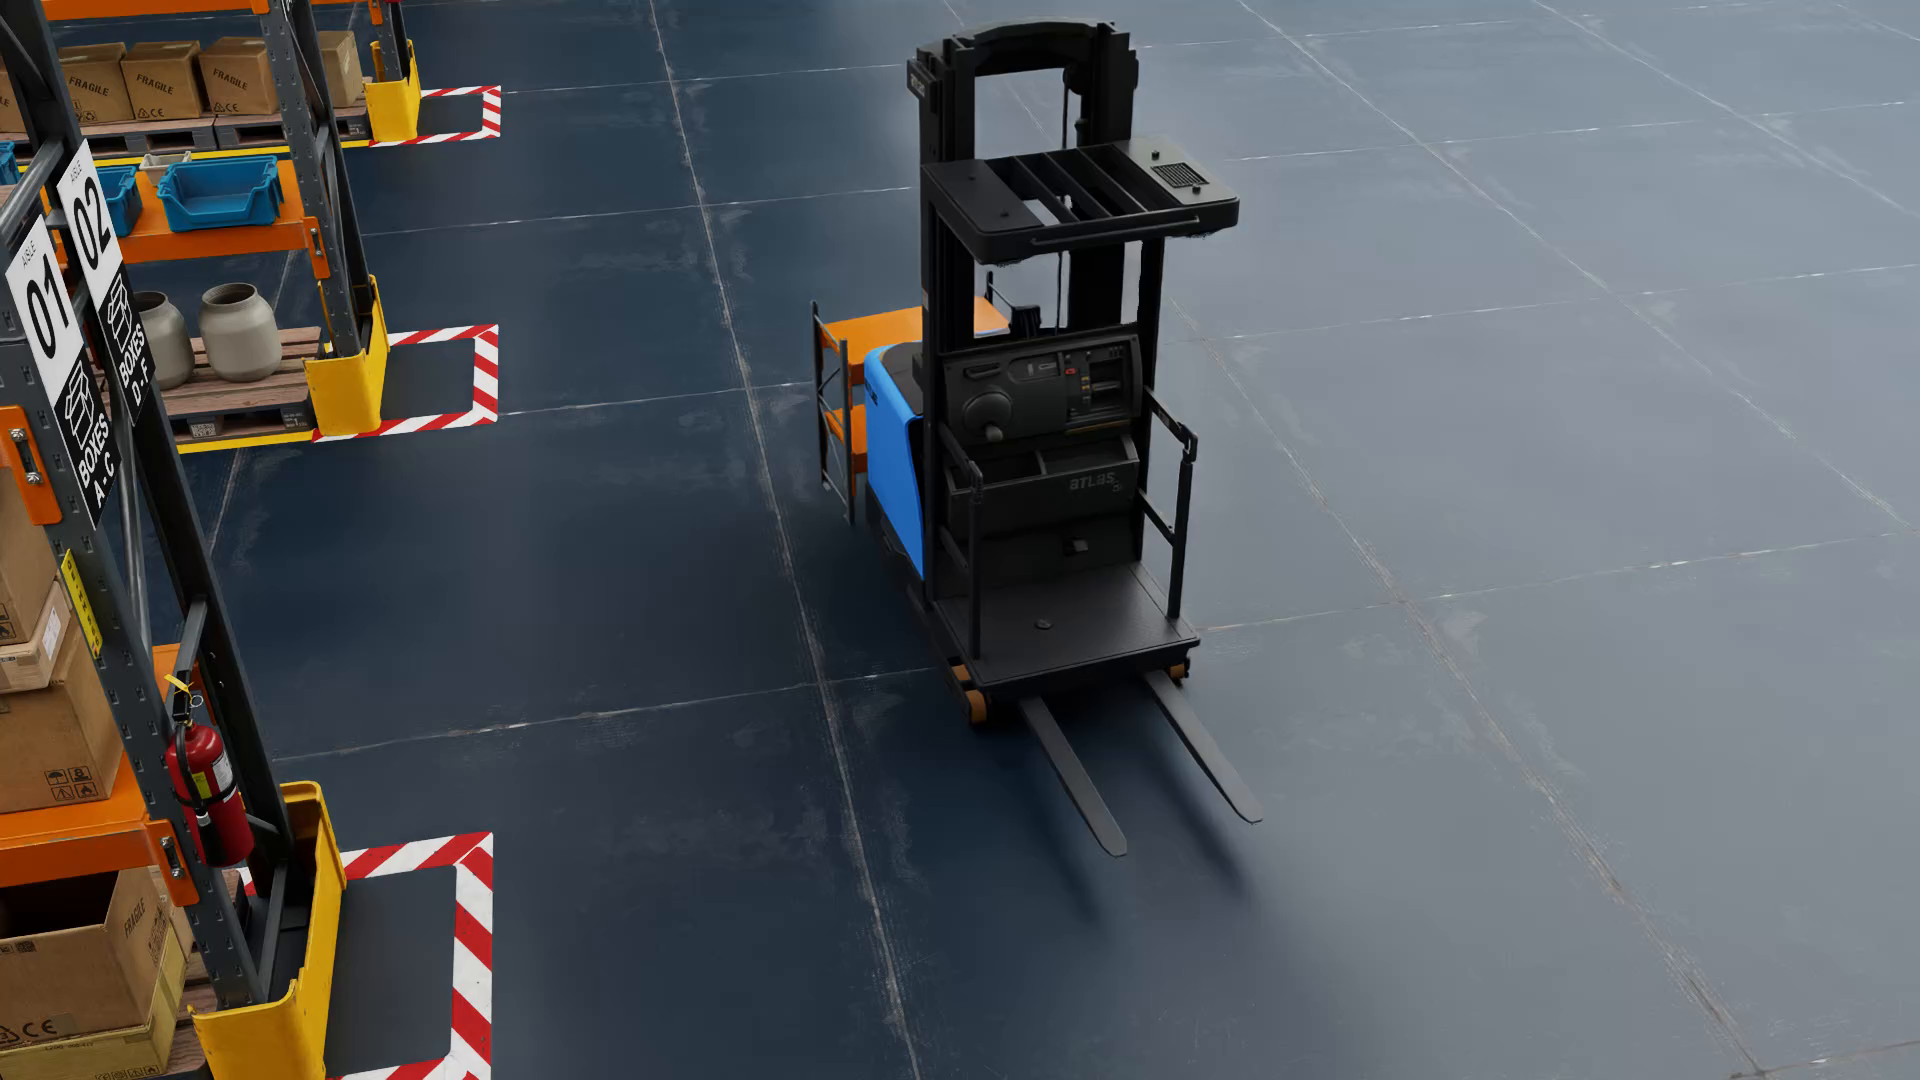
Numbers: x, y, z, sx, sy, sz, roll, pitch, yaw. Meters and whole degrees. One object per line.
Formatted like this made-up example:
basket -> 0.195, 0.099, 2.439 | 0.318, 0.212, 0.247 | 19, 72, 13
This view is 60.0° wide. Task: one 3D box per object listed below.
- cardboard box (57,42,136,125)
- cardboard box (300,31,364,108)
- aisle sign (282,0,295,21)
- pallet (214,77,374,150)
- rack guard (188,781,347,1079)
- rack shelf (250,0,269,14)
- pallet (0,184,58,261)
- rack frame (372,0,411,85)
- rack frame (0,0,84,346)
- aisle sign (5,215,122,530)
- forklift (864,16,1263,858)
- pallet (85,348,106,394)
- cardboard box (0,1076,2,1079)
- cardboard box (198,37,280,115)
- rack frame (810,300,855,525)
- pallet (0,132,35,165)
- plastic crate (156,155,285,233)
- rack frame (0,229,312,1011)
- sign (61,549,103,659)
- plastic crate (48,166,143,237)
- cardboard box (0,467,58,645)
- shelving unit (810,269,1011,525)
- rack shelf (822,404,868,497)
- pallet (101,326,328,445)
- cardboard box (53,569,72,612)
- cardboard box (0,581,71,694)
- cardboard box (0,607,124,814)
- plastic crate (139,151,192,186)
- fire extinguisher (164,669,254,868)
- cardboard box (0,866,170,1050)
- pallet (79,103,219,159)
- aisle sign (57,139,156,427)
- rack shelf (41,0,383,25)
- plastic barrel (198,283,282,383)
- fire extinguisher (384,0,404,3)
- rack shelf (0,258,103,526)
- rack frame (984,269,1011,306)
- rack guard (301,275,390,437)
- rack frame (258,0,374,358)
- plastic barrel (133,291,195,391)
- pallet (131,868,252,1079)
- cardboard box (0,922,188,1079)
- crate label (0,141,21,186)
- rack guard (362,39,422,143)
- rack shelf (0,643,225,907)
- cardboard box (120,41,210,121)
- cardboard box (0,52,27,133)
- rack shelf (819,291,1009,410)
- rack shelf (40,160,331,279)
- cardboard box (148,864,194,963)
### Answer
cardboard box -> -7.154, -3.784, 13.786 | 0.500, 0.500, 0.500 | -10, 35, -15
cardboard box -> -5.410, -3.987, 14.089 | 0.500, 0.500, 0.500 | -1, 34, -2
aisle sign -> -3.568, -3.153, 8.647 | 0.004, 0.787, 0.394 | -7, 35, -11
pallet -> -5.671, -3.670, 14.253 | 1.213, 0.211, 1.003 | -7, 35, -11
rack guard -> -2.592, 1.501, 6.287 | 0.348, 0.500, 1.175 | -7, 35, -11
rack shelf -> -5.655, -2.927, 8.597 | 4.000, 0.370, 1.077 | -7, 35, -11
pallet -> -3.310, -0.670, 4.666 | 1.213, 0.211, 1.003 | -7, 35, -11
rack frame -> -4.797, -4.918, 13.610 | 0.127, 3.000, 1.000 | -7, 35, -11
rack frame -> -2.615, -2.025, 3.914 | 0.127, 3.000, 1.000 | -7, 35, -11
aisle sign -> -2.486, -0.462, 4.636 | 0.004, 0.787, 0.394 | -7, 35, -11
forklift -> 0.447, -0.617, 7.263 | 1.130, 2.935, 3.031 | -11, 35, -16
pallet -> -5.749, -0.788, 9.958 | 1.213, 0.211, 1.003 | -7, 35, -11
cardboard box -> -3.558, 1.728, 5.796 | 0.500, 0.250, 0.500 | -7, 35, -11
cardboard box -> -5.985, -3.895, 13.951 | 0.500, 0.500, 0.500 | 1, 34, 2
rack frame -> -0.686, -0.678, 8.975 | 0.032, 1.125, 0.500 | -13, 36, -19
pallet -> -8.051, -3.370, 13.806 | 1.213, 0.211, 1.003 | -7, 35, -11
plastic crate -> -4.126, -1.940, 9.306 | 0.616, 0.251, 0.499 | -7, 35, -11
rack frame -> -2.615, 0.466, 5.586 | 0.127, 3.000, 1.000 | -7, 35, -11
sign -> -2.509, 0.184, 4.755 | 0.005, 0.325, 0.100 | -7, 35, -11
plastic crate -> -4.761, -1.864, 9.192 | 0.408, 0.251, 0.499 | -7, 35, -11
cardboard box -> -3.125, -0.057, 5.112 | 0.500, 0.500, 0.700 | -7, 35, -10
shelving unit -> -0.219, -0.790, 9.141 | 1.048, 1.125, 0.538 | -13, 36, -19
rack shelf -> -0.219, -0.587, 9.277 | 1.000, 0.278, 0.538 | -13, 36, -19
pallet -> -4.561, -0.936, 10.179 | 1.213, 0.211, 1.003 | -7, 35, -11
cardboard box -> -3.045, 0.087, 5.480 | 0.250, 0.149, 0.380 | -7, 35, -11
cardboard box -> -2.946, 0.306, 5.153 | 0.250, 0.149, 0.380 | -8, 35, -11
cardboard box -> -3.073, 0.475, 5.483 | 0.500, 0.500, 0.700 | -7, 35, -11
plastic crate -> -4.648, -2.182, 9.769 | 0.250, 0.136, 0.298 | -7, 35, -11
fire extinguisher -> -2.397, 0.736, 5.253 | 0.183, 0.674, 0.296 | -7, 35, -11
cardboard box -> -3.072, 1.350, 5.687 | 0.500, 0.500, 0.500 | -7, 35, -11
pallet -> -6.859, -3.522, 14.032 | 1.213, 0.211, 1.003 | -7, 35, -11
aisle sign -> -2.619, -0.788, 5.122 | 0.004, 0.787, 0.394 | -7, 35, -11
rack shelf -> -6.748, -4.374, 13.444 | 4.000, 0.370, 1.077 | -7, 35, -11
plastic barrel -> -4.329, -1.245, 9.992 | 0.421, 0.512, 0.421 | 0, 34, 0
fire extinguisher -> -4.583, -4.650, 13.279 | 0.183, 0.674, 0.296 | -7, 35, -11
rack shelf -> -4.566, -0.235, 4.584 | 4.000, 0.370, 1.077 | -7, 35, -11
rack frame -> 0.248, -0.902, 9.307 | 0.032, 1.125, 0.500 | -13, 36, -19
rack guard -> -3.768, -1.153, 10.243 | 0.348, 0.500, 1.175 | -7, 35, -11
rack frame -> -3.704, -2.226, 9.599 | 0.127, 3.000, 1.000 | -7, 35, -11
plastic barrel -> -4.818, -1.183, 9.900 | 0.421, 0.512, 0.421 | 0, 34, 0
pallet -> -3.352, 1.741, 6.189 | 1.213, 0.211, 1.003 | -7, 35, -11
cardboard box -> -3.073, 1.660, 5.898 | 0.500, 0.250, 0.500 | -7, 35, -11
crate label -> -5.440, -1.868, 9.032 | 0.616, 0.435, 0.502 | -7, 35, -11
rack guard -> -4.871, -3.871, 14.293 | 0.348, 0.500, 1.175 | -7, 35, -11
rack shelf -> -4.566, 1.011, 5.420 | 4.000, 0.370, 1.077 | -7, 35, -11
cardboard box -> -6.600, -3.828, 13.852 | 0.500, 0.500, 0.500 | -4, 34, -6
cardboard box -> -7.742, -3.665, 13.609 | 0.500, 0.500, 0.500 | 3, 34, 5
rack shelf -> -0.219, -1.033, 8.978 | 1.000, 0.278, 0.538 | -13, 36, -19
rack shelf -> -5.655, -1.682, 9.433 | 4.000, 0.370, 1.077 | -7, 35, -11
cardboard box -> -3.187, 1.379, 6.317 | 0.500, 0.250, 0.500 | -7, 35, -11
